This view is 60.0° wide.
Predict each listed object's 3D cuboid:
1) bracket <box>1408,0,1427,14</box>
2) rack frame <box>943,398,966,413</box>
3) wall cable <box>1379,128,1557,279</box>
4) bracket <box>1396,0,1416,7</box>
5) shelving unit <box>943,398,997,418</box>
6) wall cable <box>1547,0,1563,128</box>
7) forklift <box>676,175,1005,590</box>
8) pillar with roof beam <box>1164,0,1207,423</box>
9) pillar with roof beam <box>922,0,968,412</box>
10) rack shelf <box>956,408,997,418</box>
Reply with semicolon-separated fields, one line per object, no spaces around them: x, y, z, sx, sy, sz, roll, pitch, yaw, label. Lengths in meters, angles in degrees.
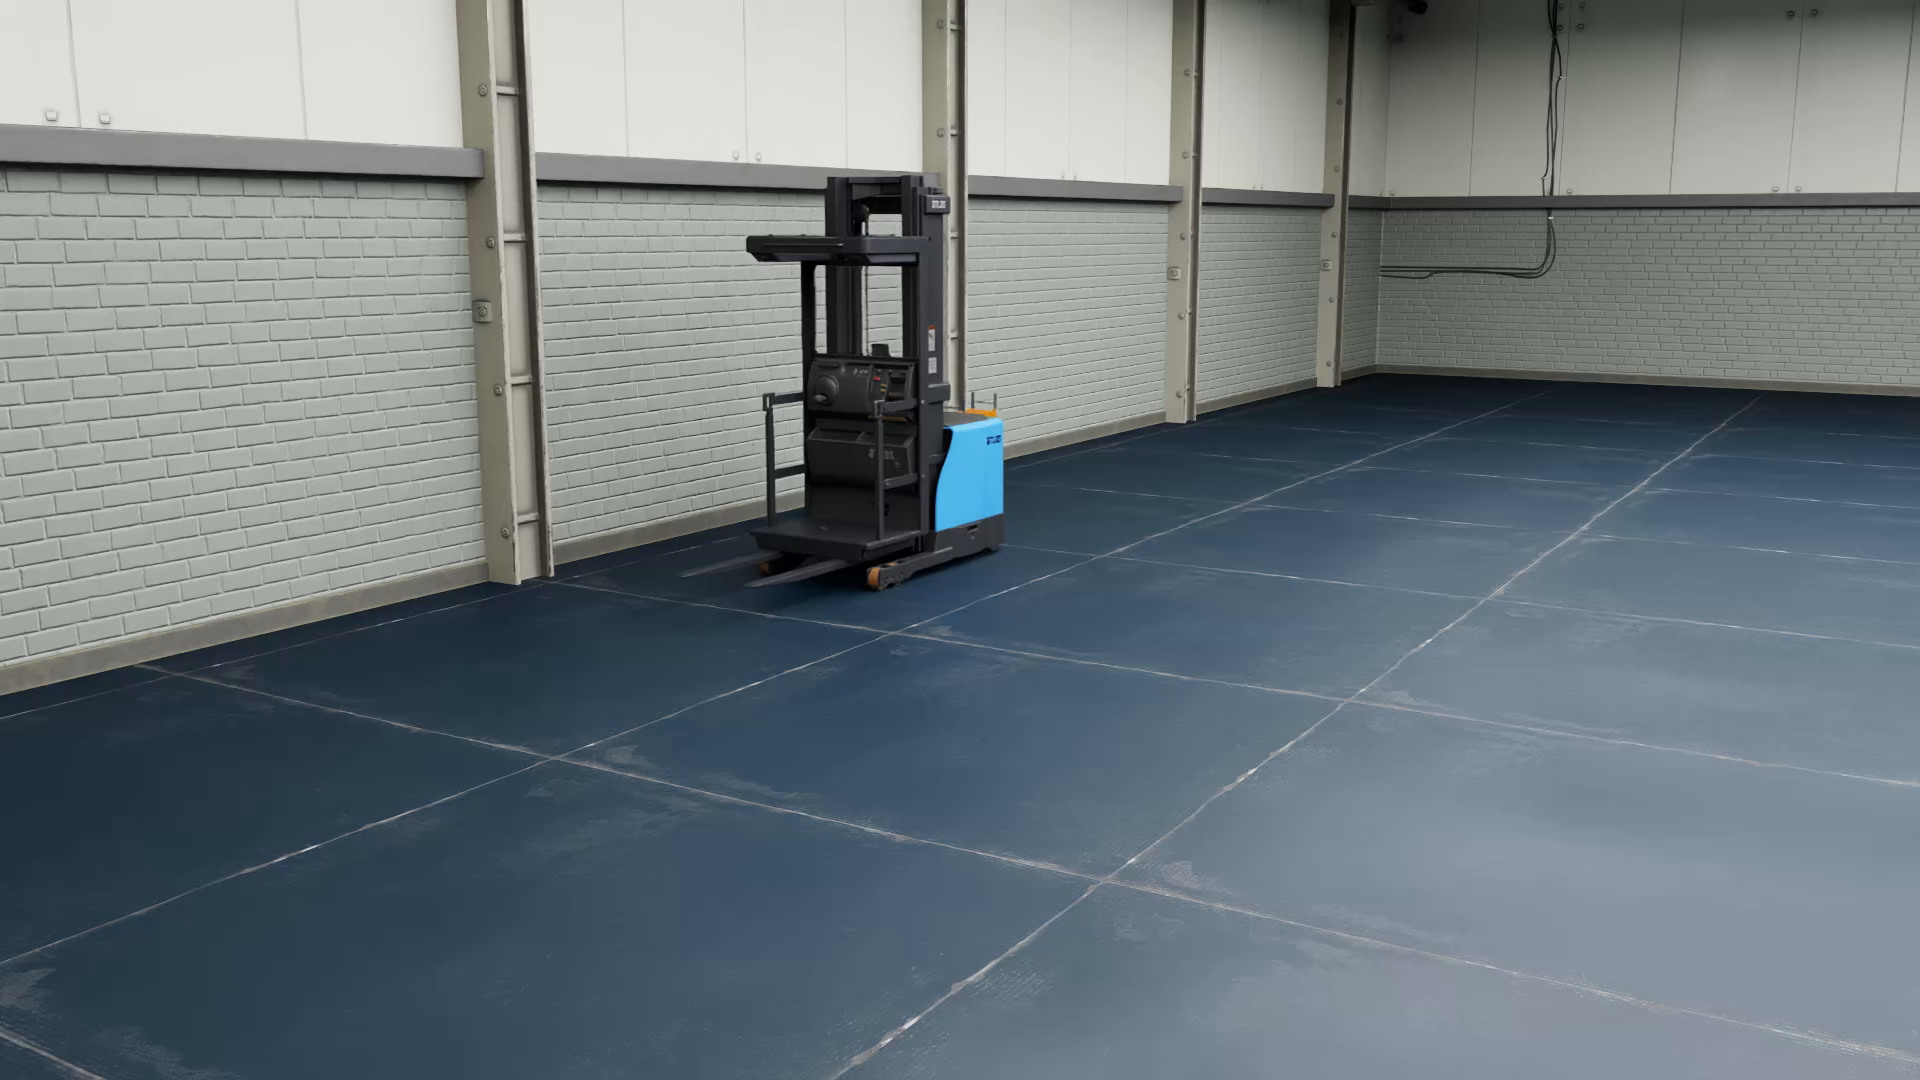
7.829;-9.145;28.482;0.235;0.232;0.430;6;12;31;bracket
-0.059;-0.571;13.656;0.240;1.200;0.015;7;12;32;rack frame
8.739;-5.783;28.740;3.097;2.526;0.112;6;12;31;wall cable
7.522;-9.052;27.986;0.076;0.066;3.189;6;12;31;bracket
0.069;-0.608;13.854;0.258;1.200;0.492;7;12;32;shelving unit
11.051;-8.007;26.895;3.097;2.526;0.112;6;12;31;wall cable
-0.851;-1.179;12.203;1.130;2.935;3.031;7;12;32;forklift
6.644;-5.617;19.417;9.100;9.000;0.400;6;12;31;pillar with roof beam
3.529;-4.673;14.377;9.100;9.000;0.400;6;12;31;pillar with roof beam
0.072;-0.995;13.786;0.258;0.148;0.480;7;12;32;rack shelf
